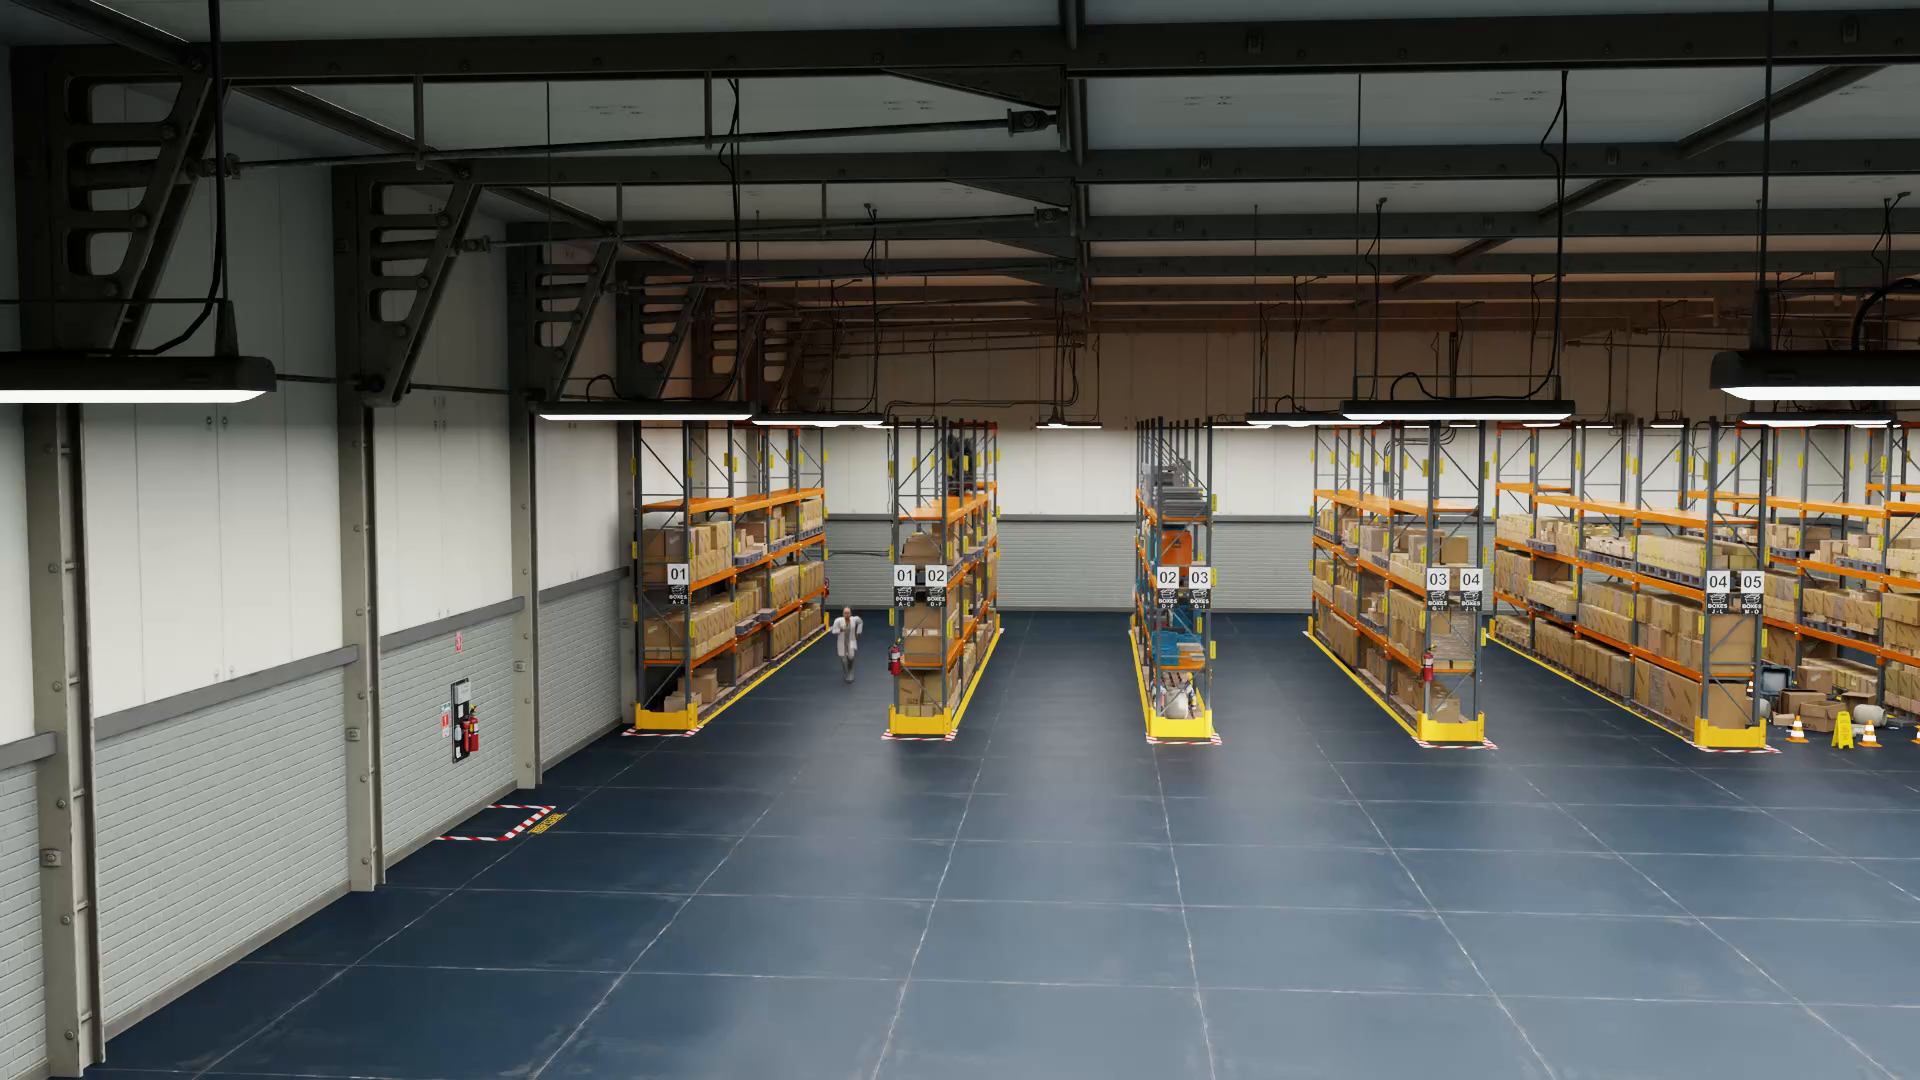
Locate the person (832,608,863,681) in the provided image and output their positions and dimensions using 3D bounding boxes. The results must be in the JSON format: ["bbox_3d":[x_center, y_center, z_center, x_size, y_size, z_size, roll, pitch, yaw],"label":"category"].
[{"bbox_3d":[-2.552,2.377,37.816,0.680,1.703,0.934,0,4,-2],"label":"person"}]

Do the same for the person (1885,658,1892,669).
[{"bbox_3d":[21.259,2.458,38.145,0.573,1.567,0.476,0,4,-5],"label":"person"}]
